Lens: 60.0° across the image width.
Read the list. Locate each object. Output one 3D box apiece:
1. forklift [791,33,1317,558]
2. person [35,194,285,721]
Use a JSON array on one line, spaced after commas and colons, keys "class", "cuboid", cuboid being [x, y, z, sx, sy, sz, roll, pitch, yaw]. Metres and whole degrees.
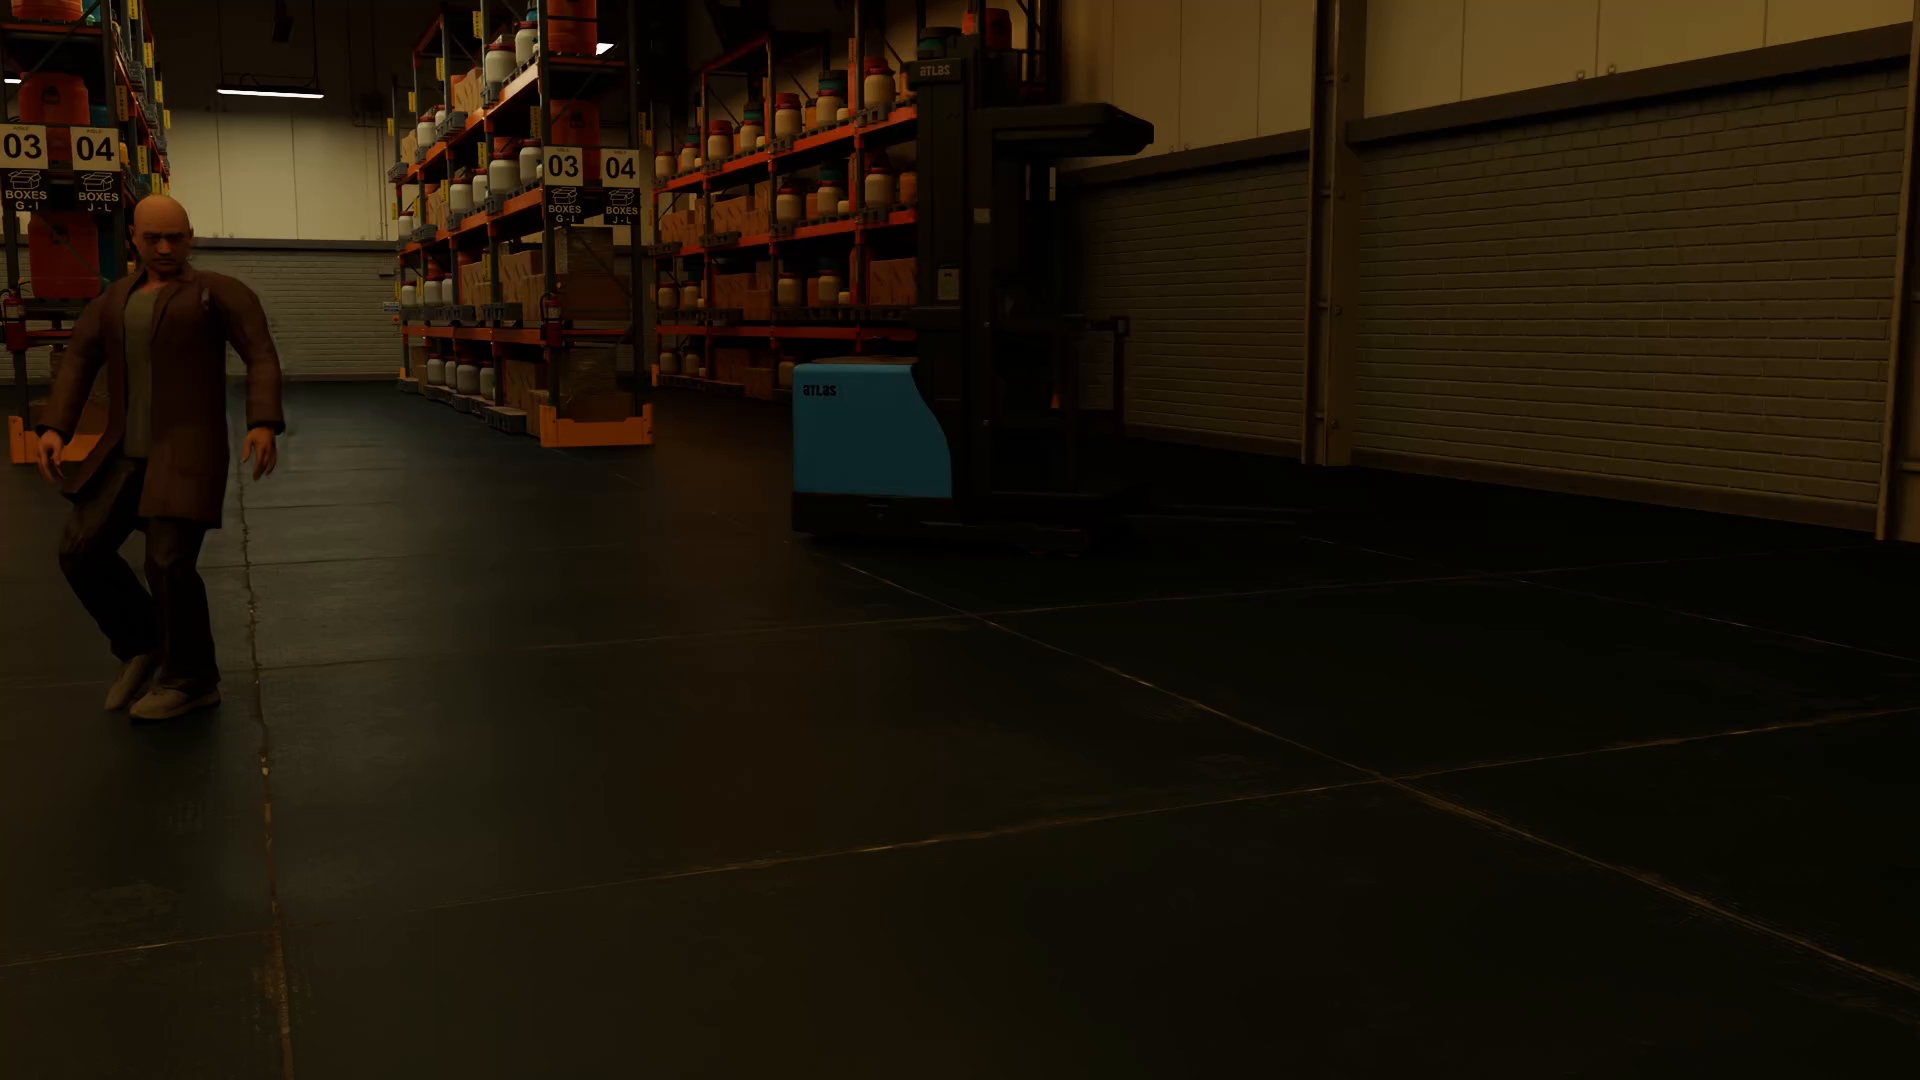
[{"class": "forklift", "cuboid": [0.553, -1.429, 9.781, 3.031, 2.935, 1.130, 3, 8, 20]}, {"class": "person", "cuboid": [-2.663, -0.269, 5.603, 0.850, 1.767, 0.498, 2, 8, 15]}]
